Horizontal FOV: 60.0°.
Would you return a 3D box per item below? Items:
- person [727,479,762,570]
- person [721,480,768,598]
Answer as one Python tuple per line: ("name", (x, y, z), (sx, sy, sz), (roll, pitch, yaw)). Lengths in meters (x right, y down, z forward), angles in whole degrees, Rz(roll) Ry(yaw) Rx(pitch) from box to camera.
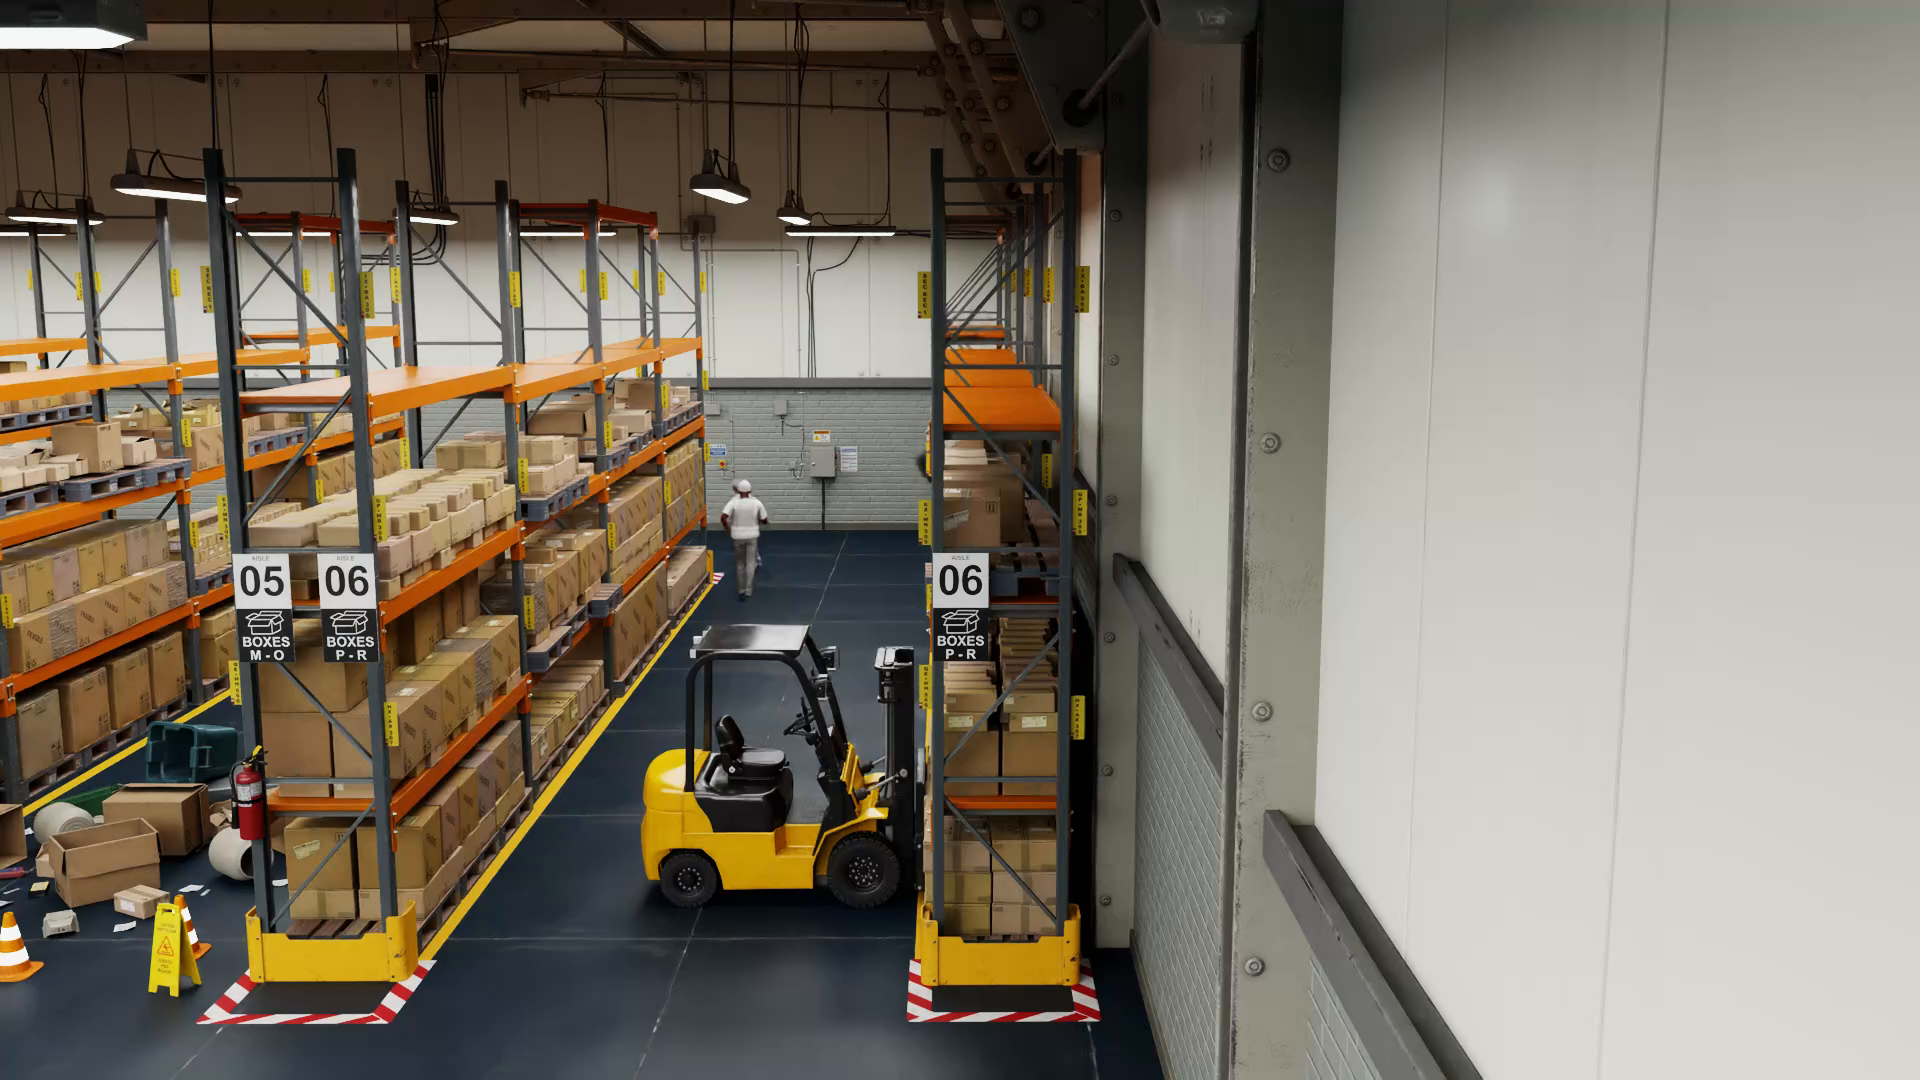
("person", (-3.772, -0.267, 29.005), (0.715, 1.625, 0.569), (-5, 10, -27))
("person", (-3.213, 0.021, 24.942), (0.668, 1.853, 0.712), (0, 9, -3))
